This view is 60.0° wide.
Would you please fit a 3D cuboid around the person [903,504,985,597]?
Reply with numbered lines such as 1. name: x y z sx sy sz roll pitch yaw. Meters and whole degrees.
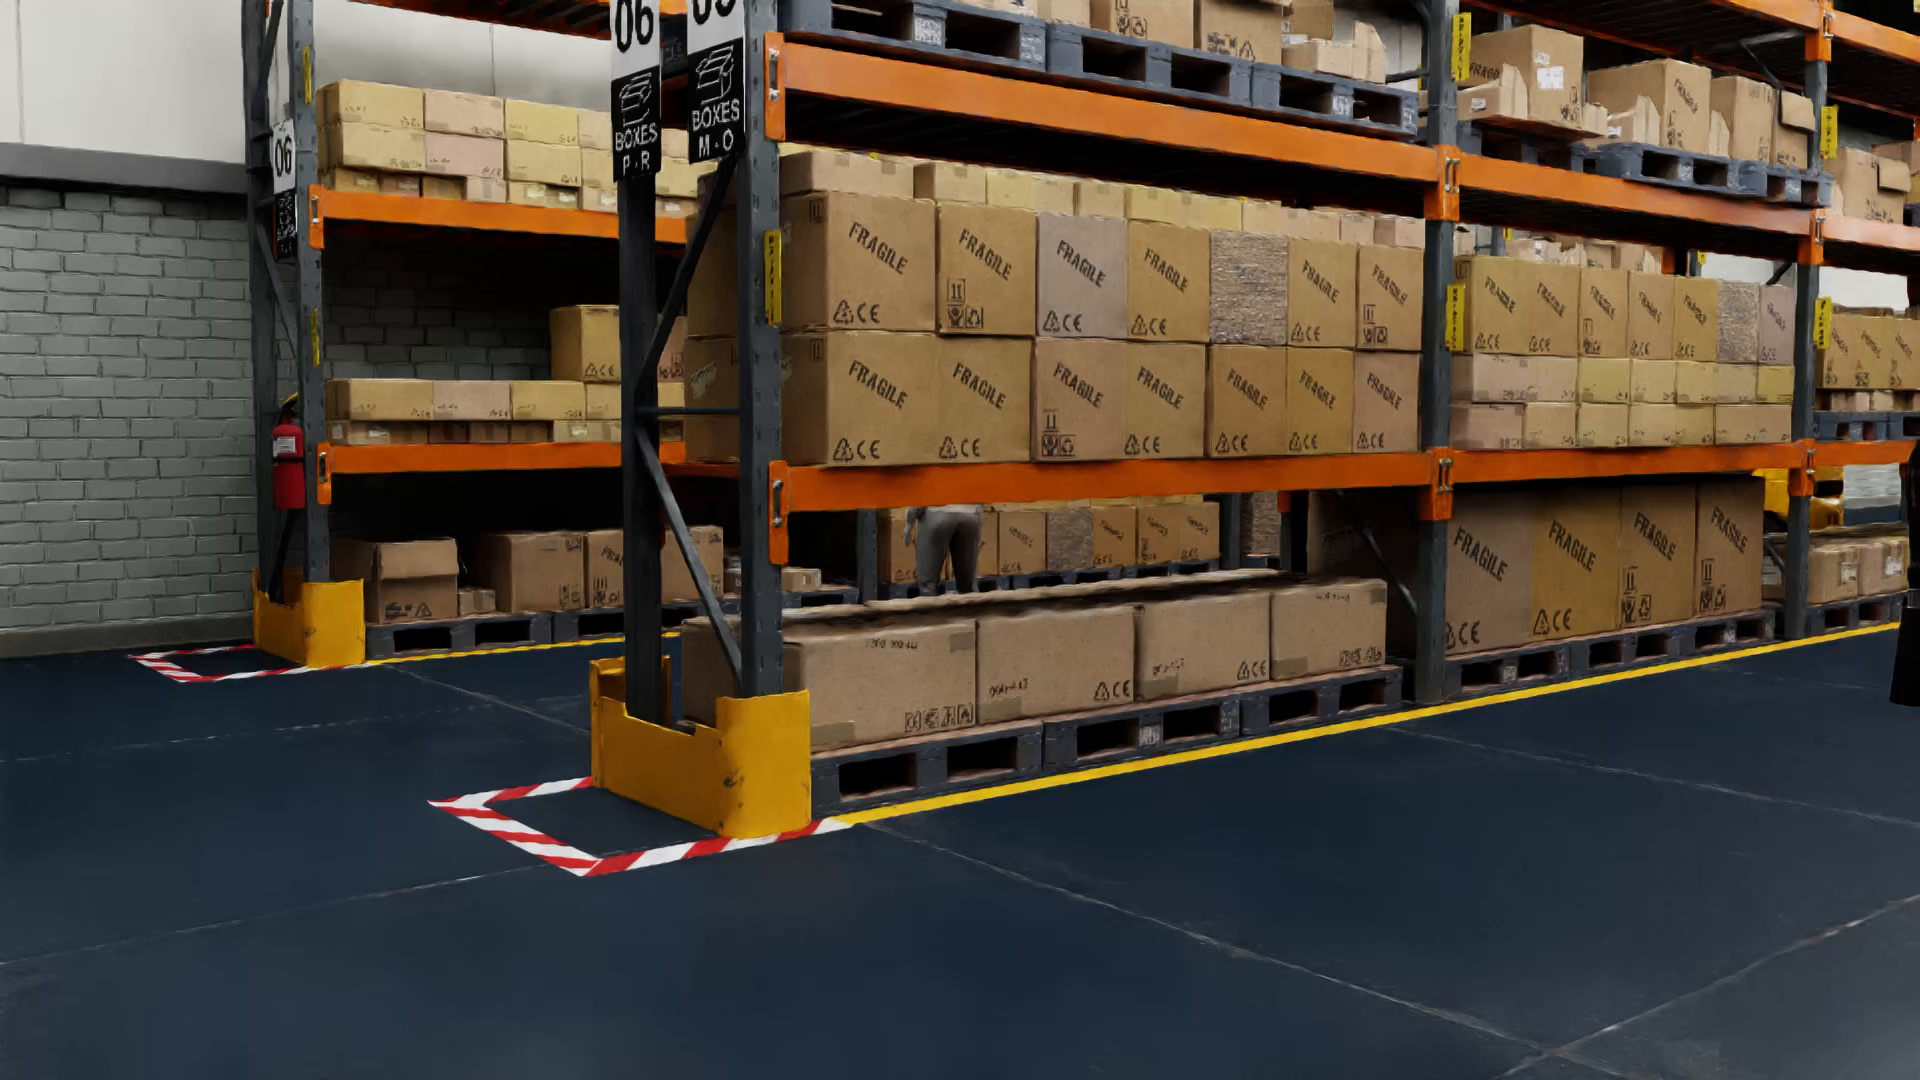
1. person: -0.073 -0.089 9.549 0.496 1.685 0.345 -3 5 -34
